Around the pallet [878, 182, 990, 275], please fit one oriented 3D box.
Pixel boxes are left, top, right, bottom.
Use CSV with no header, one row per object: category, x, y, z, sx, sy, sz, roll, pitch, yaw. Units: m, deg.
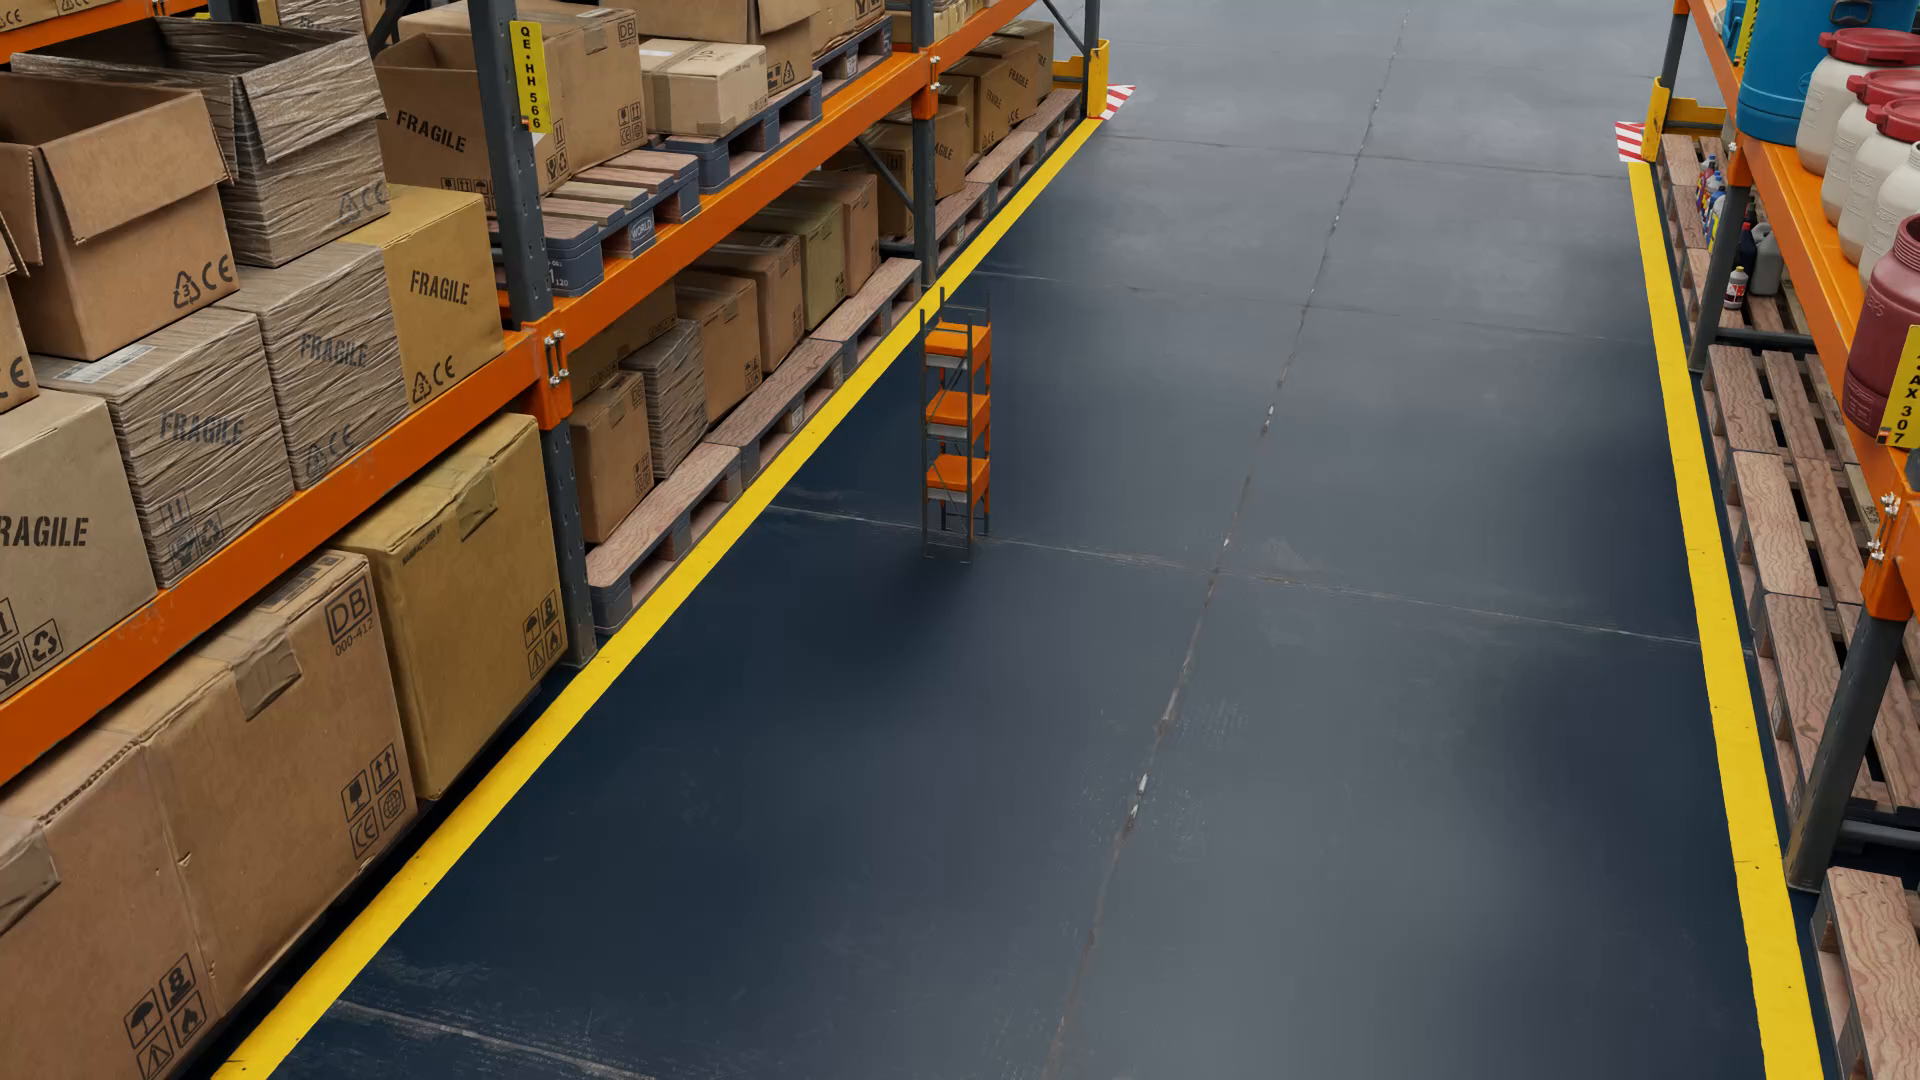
pallet,-0.467,-1.901,9.950,1.003,0.211,1.213,8,30,15

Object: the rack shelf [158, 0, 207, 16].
rack shelf,-4.755,-4.172,11.904,1.077,0.370,4.000,8,30,15

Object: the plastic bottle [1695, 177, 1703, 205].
plastic bottle,4.418,-2.078,9.825,0.097,0.201,0.097,0,29,0

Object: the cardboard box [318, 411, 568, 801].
cardboard box,-2.027,0.119,5.204,1.225,0.875,0.875,7,30,13

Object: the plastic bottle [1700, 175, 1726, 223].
plastic bottle,4.319,-1.951,9.525,0.097,0.271,0.097,0,29,0

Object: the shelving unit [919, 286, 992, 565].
shelving unit,-0.016,-0.434,6.450,0.215,1.050,0.252,8,30,15

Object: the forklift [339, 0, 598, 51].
forklift,-2.732,-2.898,8.945,3.031,2.935,1.130,21,35,33

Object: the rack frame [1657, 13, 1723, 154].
rack frame,5.279,-3.955,10.773,1.000,3.000,0.127,8,30,15

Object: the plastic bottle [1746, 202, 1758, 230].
plastic bottle,4.275,-1.678,9.022,0.061,0.283,0.133,8,30,15

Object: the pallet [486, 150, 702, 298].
pallet,-1.697,-1.206,6.030,1.213,0.211,1.003,8,30,15

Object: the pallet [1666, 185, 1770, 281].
pallet,4.698,-1.752,9.682,1.003,0.211,1.213,8,30,15

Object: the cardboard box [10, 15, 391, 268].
cardboard box,-2.034,-1.088,4.486,0.797,0.503,0.637,10,30,17

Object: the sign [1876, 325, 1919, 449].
sign,2.403,-0.383,4.186,0.100,0.325,0.005,8,30,15

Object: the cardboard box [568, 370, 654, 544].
cardboard box,-1.627,-0.358,6.426,0.700,0.500,0.500,7,30,12

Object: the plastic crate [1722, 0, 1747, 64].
plastic crate,4.170,-2.584,8.462,0.499,0.251,0.616,8,30,15

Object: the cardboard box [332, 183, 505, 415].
cardboard box,-1.712,-0.723,4.860,0.500,0.500,0.500,9,30,16

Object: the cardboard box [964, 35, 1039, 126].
cardboard box,0.202,-3.182,11.524,0.500,0.500,0.500,17,33,28

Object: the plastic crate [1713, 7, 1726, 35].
plastic crate,4.339,-2.771,8.917,0.530,0.136,0.437,8,30,15

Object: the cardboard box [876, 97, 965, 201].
cardboard box,-0.314,-2.341,10.012,0.500,0.500,0.500,19,34,30

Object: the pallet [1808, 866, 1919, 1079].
pallet,2.739,1.354,4.099,1.003,0.211,1.213,8,30,15

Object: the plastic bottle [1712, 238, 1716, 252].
plastic bottle,4.083,-1.612,8.904,0.061,0.283,0.133,11,31,18

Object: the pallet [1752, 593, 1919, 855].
pallet,3.195,0.627,5.405,1.003,0.211,1.213,8,30,15

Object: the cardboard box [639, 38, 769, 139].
cardboard box,-1.092,-1.808,6.636,0.500,0.250,0.500,8,30,13

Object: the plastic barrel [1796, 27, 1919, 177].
plastic barrel,3.614,-1.742,6.656,0.433,0.535,0.433,0,29,0

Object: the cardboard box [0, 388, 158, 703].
cardboard box,-2.164,-0.014,3.586,0.500,0.500,0.500,9,30,16

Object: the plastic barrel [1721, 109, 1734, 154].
plastic barrel,5.159,-2.734,10.707,0.421,0.512,0.421,0,29,0

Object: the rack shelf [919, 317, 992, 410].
rack shelf,-0.016,-0.673,6.317,0.215,0.259,0.240,8,30,15

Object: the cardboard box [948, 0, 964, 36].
cardboard box,-0.194,-2.864,9.071,0.380,0.149,0.250,8,30,15

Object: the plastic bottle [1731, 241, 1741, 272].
plastic bottle,3.931,-1.372,8.472,0.061,0.283,0.133,10,31,17

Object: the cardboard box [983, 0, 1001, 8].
cardboard box,0.030,-3.212,9.697,0.380,0.149,0.250,8,30,15

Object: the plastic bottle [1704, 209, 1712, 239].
plastic bottle,4.229,-1.779,9.287,0.097,0.201,0.097,0,29,0

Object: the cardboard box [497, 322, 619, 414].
cardboard box,-1.636,-0.687,6.246,0.500,0.250,0.500,10,31,17

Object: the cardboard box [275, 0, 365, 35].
cardboard box,-4.829,-3.514,11.735,0.875,0.875,0.875,9,30,15

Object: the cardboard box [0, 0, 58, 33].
cardboard box,-5.388,-3.085,9.108,0.500,0.500,0.500,8,30,14

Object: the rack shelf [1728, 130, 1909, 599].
rack shelf,3.518,-0.852,5.936,1.077,0.370,4.000,8,30,15

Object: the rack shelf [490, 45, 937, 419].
rack shelf,-1.217,-1.559,7.206,1.077,0.370,4.000,8,30,15

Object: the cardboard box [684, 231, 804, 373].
cardboard box,-1.153,-1.141,7.834,0.700,0.500,0.500,6,30,11

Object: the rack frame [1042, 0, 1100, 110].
rack frame,0.544,-4.661,12.044,1.000,3.000,0.127,8,30,15

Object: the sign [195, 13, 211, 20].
sign,-2.326,-1.488,5.230,0.100,0.325,0.005,8,30,15

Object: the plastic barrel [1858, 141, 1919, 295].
plastic barrel,3.152,-0.990,5.329,0.421,0.512,0.421,0,29,0

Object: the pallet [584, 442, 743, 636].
pallet,-1.573,-0.088,6.691,1.003,0.211,1.213,8,30,15
